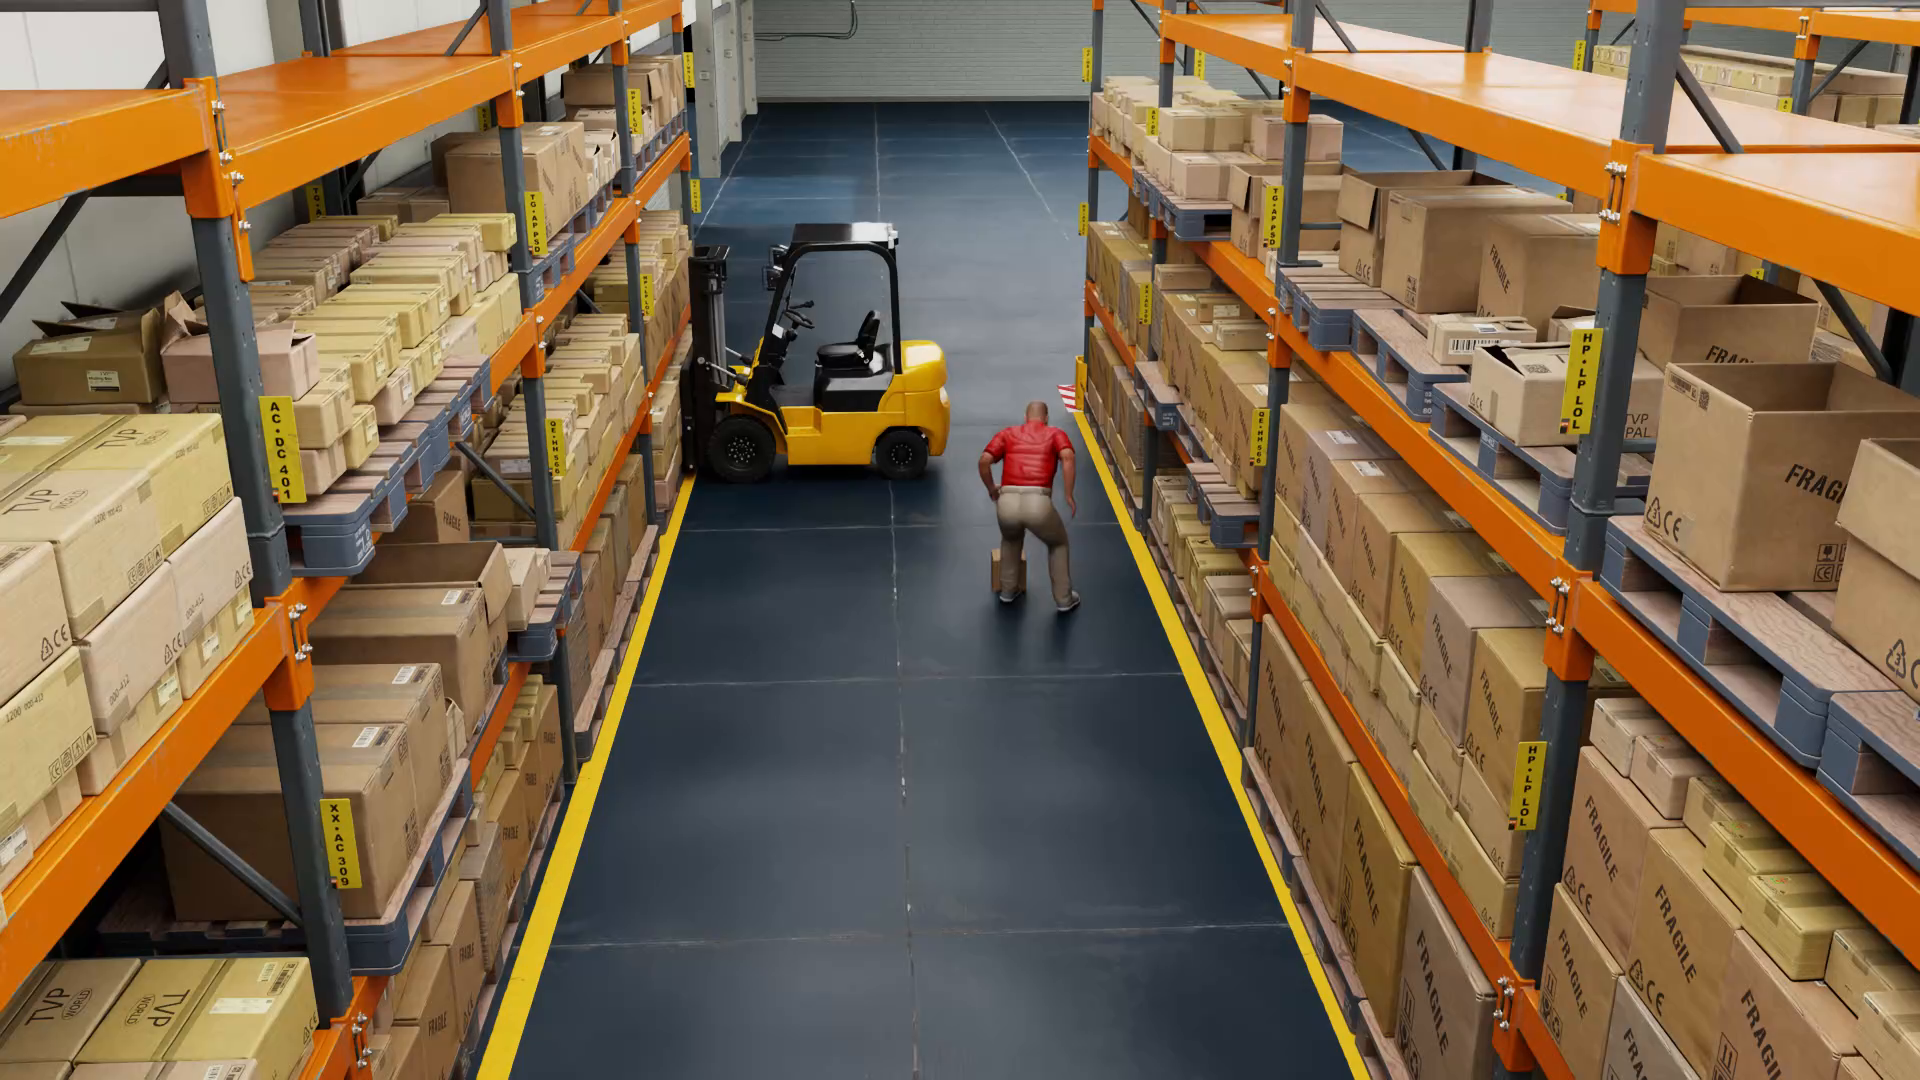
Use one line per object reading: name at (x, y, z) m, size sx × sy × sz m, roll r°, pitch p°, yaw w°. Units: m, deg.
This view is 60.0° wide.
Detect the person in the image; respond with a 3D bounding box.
person at (0.507, -0.225, 12.063) m, size 0.734 × 1.485 × 0.732 m, roll 6°, pitch 21°, yaw 15°
